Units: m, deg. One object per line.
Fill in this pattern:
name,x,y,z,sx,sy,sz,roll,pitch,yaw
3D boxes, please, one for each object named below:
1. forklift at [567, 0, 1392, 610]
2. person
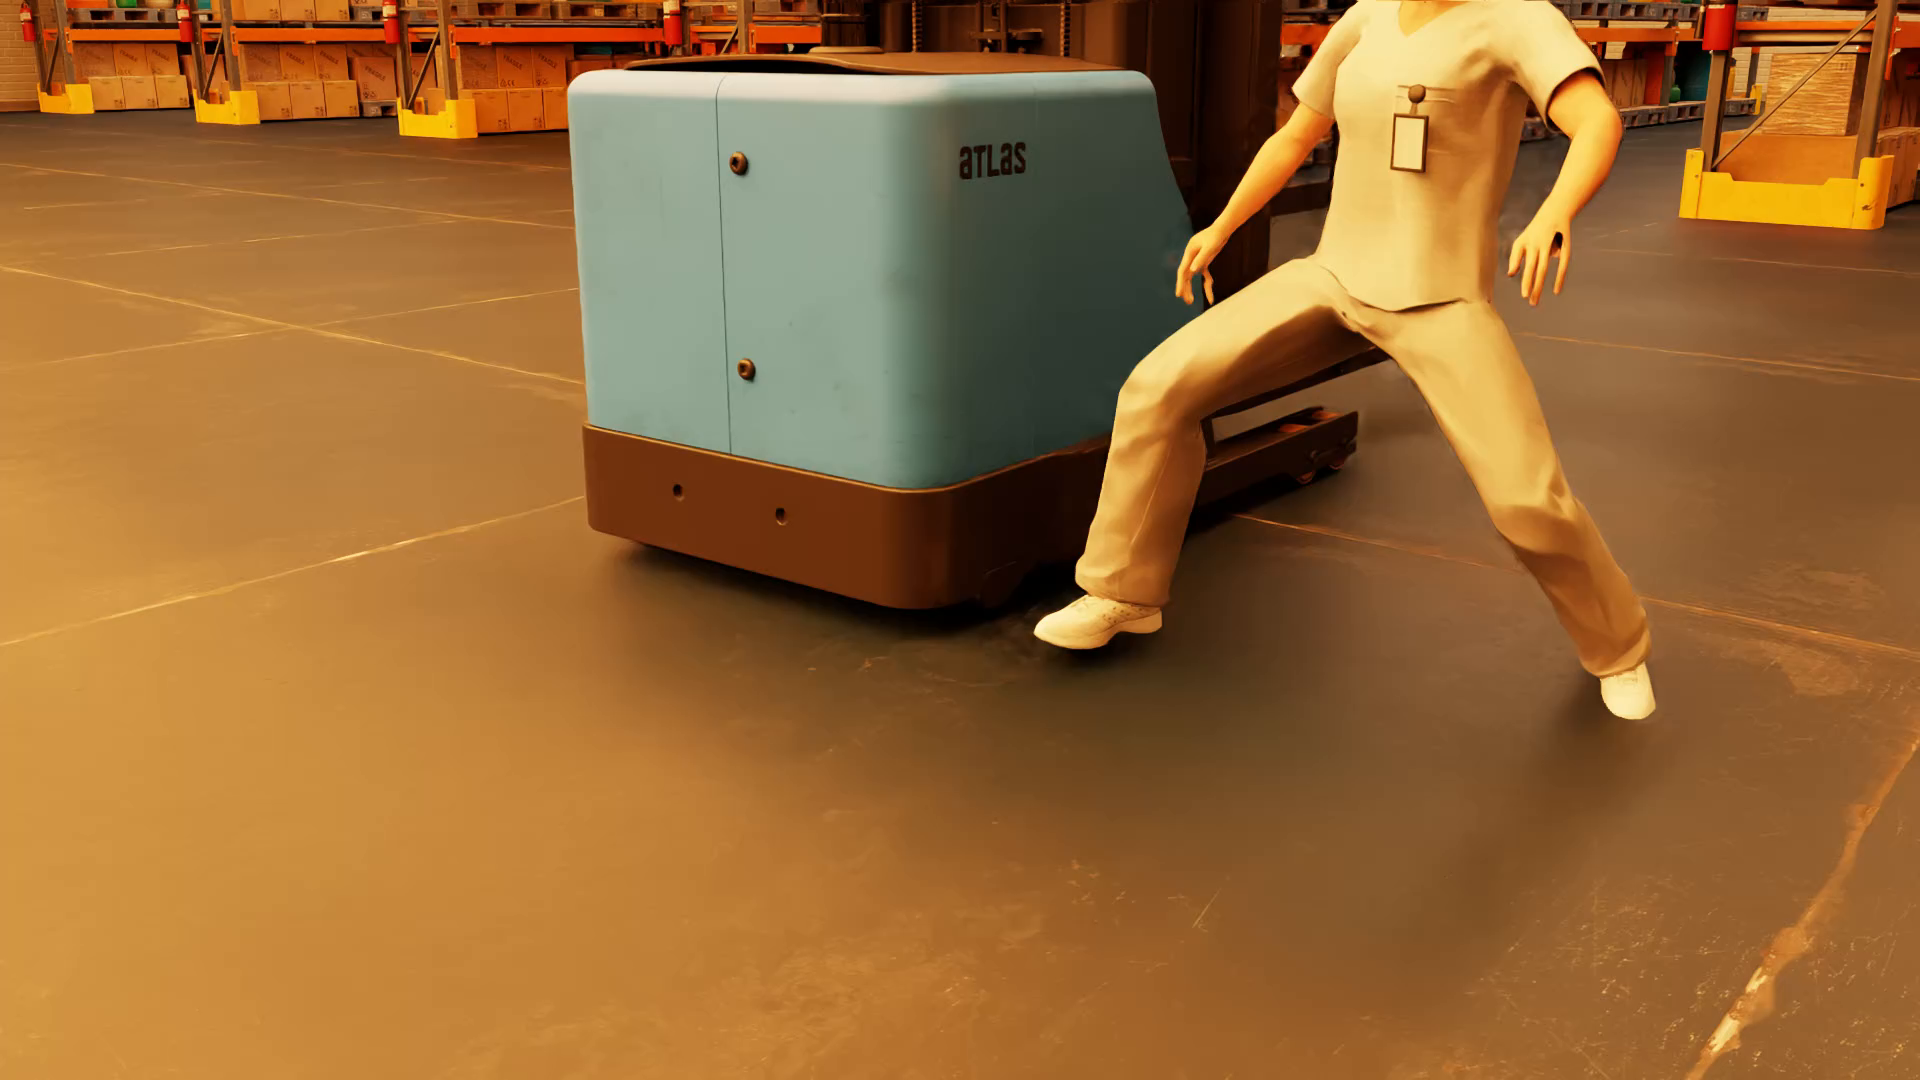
forklift,0.443,-1.626,4.251,1.130,2.935,3.031,13,21,36
person,0.740,-0.446,2.896,0.896,1.533,0.923,-13,21,-37
